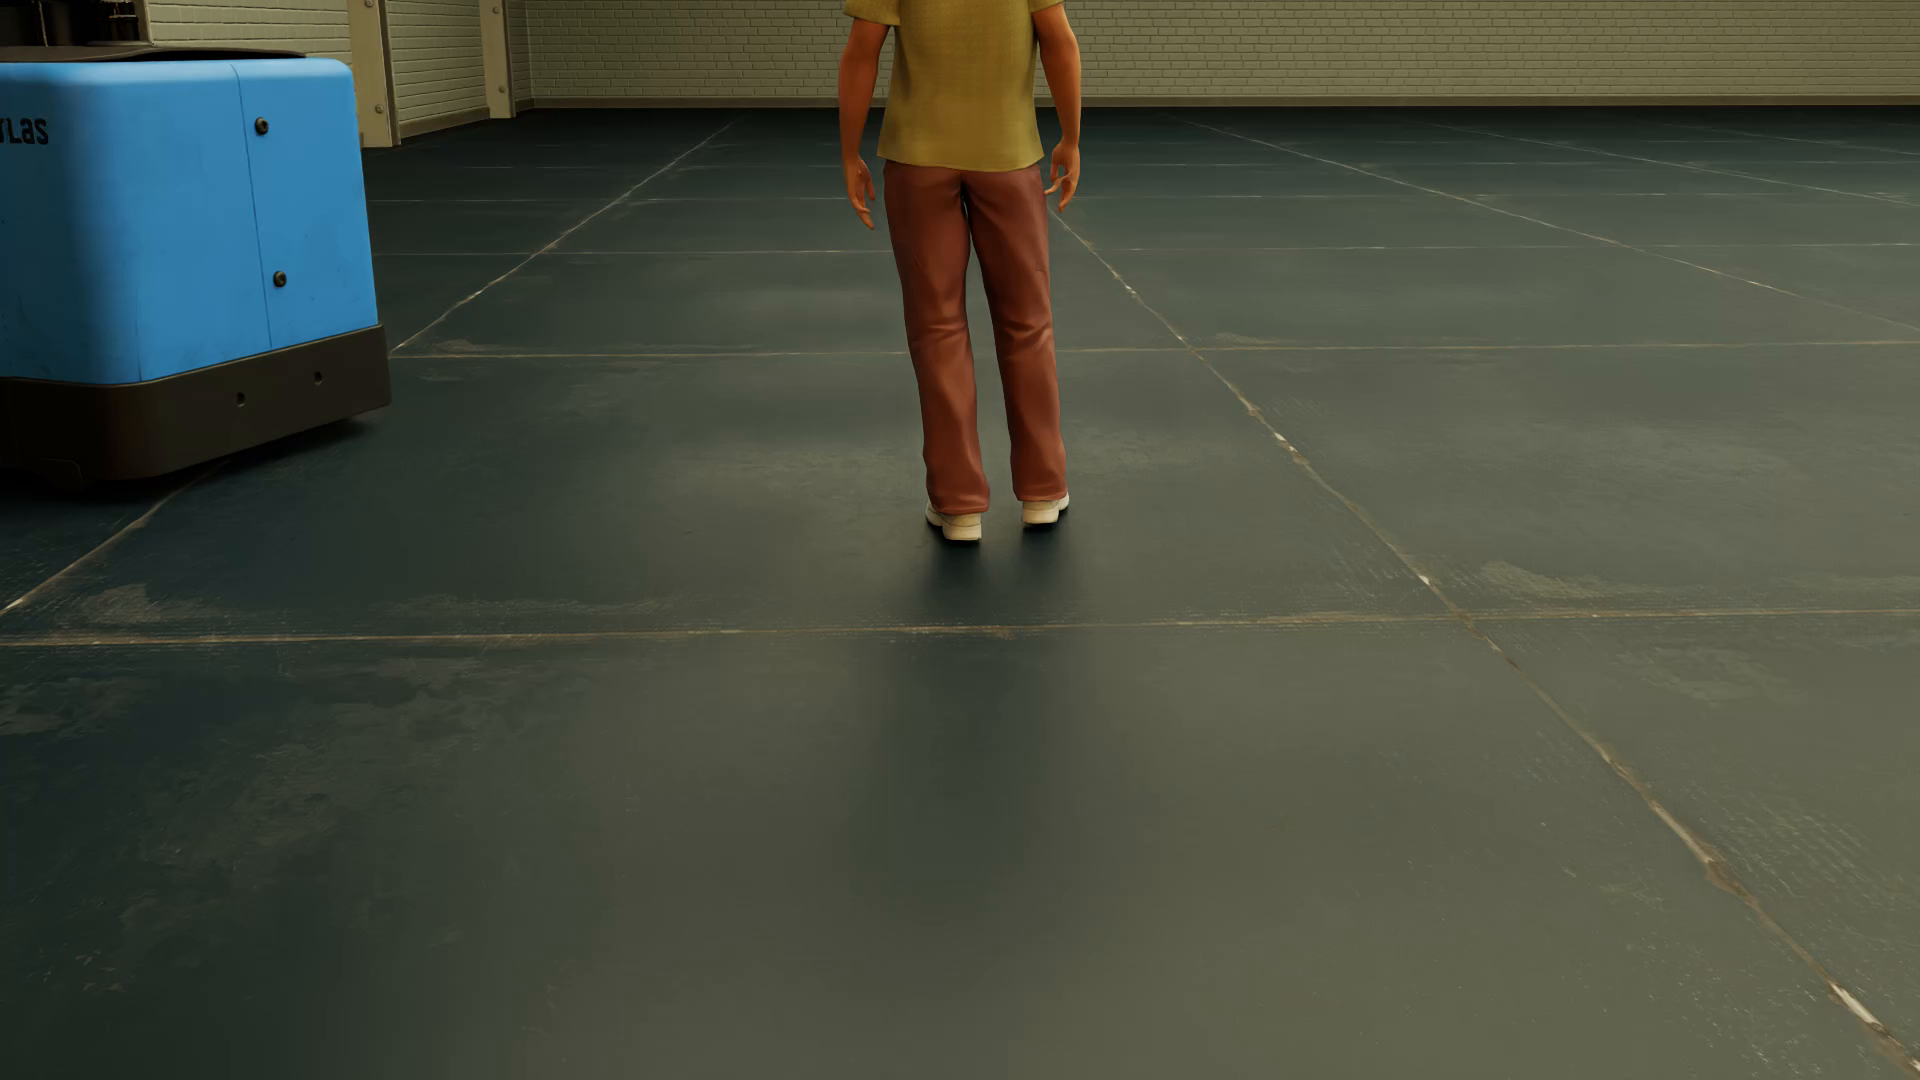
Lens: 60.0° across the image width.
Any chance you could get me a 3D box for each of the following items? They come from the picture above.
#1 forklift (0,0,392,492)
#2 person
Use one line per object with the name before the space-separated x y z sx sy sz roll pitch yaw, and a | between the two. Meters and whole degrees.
forklift | -3.291 -1.768 4.687 3.031 2.935 1.130 6 18 19
person | 0.008 -0.830 3.742 0.553 1.675 0.549 -1 17 -3
